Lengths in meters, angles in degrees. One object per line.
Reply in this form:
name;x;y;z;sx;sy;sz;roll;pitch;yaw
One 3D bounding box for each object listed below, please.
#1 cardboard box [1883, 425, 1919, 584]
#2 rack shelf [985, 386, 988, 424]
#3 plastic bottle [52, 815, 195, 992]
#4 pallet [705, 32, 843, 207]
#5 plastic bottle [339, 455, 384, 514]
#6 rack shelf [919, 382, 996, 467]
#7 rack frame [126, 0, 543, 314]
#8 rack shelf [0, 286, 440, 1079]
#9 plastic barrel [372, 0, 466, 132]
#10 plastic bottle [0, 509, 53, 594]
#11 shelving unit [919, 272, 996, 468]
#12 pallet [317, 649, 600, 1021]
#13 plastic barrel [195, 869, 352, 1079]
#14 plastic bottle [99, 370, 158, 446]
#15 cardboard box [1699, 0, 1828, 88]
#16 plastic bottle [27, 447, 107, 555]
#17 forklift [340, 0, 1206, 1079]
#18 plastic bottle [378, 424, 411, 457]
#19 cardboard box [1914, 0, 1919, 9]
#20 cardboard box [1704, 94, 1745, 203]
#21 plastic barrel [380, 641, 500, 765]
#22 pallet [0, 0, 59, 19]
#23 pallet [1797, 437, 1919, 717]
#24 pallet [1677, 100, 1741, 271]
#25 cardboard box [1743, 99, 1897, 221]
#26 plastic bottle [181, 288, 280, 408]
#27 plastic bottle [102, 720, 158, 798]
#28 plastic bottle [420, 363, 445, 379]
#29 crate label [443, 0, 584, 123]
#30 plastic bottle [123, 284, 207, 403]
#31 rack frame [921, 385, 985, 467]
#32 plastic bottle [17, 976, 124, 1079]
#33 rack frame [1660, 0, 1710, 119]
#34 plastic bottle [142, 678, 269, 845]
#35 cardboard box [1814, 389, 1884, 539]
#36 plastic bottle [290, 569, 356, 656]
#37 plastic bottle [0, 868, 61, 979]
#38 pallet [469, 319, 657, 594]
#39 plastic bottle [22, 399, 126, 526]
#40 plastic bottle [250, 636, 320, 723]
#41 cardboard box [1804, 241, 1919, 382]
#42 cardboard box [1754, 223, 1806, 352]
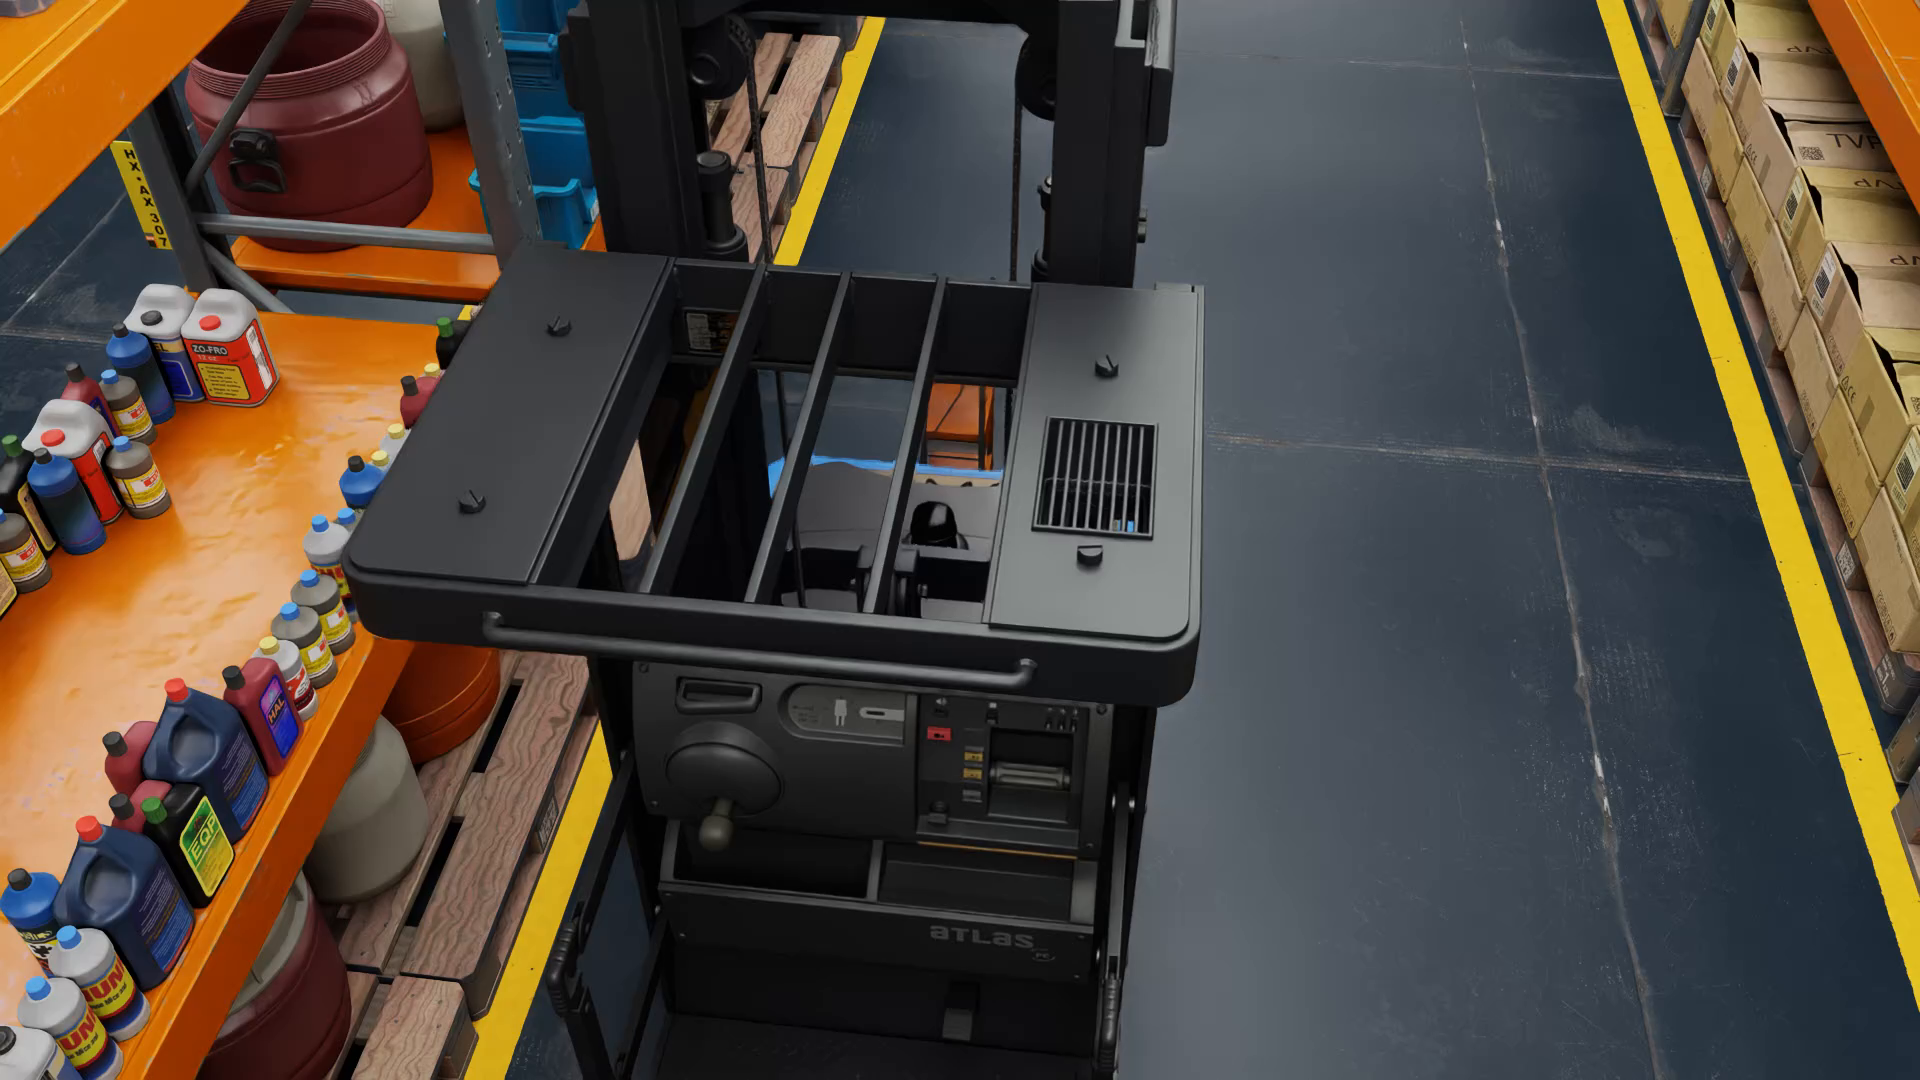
cardboard box;3.126;-0.090;4.950;0.500;0.311;0.500;6;44;7
rack shelf;-0.007;-0.543;5.163;0.215;0.259;0.240;5;44;6
plastic bottle;-1.495;0.627;2.942;0.144;0.351;0.185;5;44;6
pallet;-1.145;-1.981;7.688;1.003;0.211;1.213;5;44;6
plastic bottle;-1.329;-0.078;3.744;0.097;0.271;0.097;0;43;0
rack shelf;-0.007;-0.337;5.358;0.215;0.259;0.240;5;44;6
rack frame;-1.609;-0.806;4.420;1.000;3.000;0.127;5;44;6
rack shelf;-1.873;0.818;3.227;1.077;0.370;4.000;5;44;6
plastic barrel;-1.685;-1.567;5.142;0.421;0.512;0.421;0;43;0
plastic bottle;-2.108;0.014;3.698;0.097;0.201;0.097;0;43;0
shelving unit;-0.007;-0.345;5.351;0.215;1.050;0.252;5;44;6
pallet;-1.672;0.748;4.807;1.003;0.211;1.213;5;44;6
plastic barrel;-1.806;1.022;3.938;0.600;0.588;0.708;5;44;6
plastic bottle;-2.042;-0.325;4.057;0.097;0.201;0.097;0;43;0
cardboard box;3.528;-2.178;7.155;0.500;0.311;0.500;5;44;6
plastic bottle;-2.030;-0.096;3.764;0.097;0.271;0.097;0;43;0
forklift;-0.197;0.521;3.068;1.130;2.935;3.031;5;44;5
plastic bottle;-1.303;-0.185;3.908;0.097;0.201;0.097;0;43;0
cardboard box;3.576;-1.893;5.495;0.500;0.500;0.500;5;44;6
cardboard box;3.462;-1.633;6.987;0.500;0.250;0.500;6;44;7
plastic barrel;-1.657;0.164;4.668;0.600;0.830;0.708;5;44;6
pallet;-1.807;-1.314;2.912;1.003;0.211;1.213;5;44;6
pallet;3.448;0.102;5.489;1.003;0.211;1.213;5;44;6
pallet;3.771;-1.561;7.245;1.003;0.211;1.213;5;44;6
cardboard box;3.389;-1.484;6.423;0.500;0.311;0.500;4;44;4
plastic bottle;-1.836;-0.482;4.167;0.152;0.276;0.135;5;44;6
plastic bottle;-1.558;0.443;3.186;0.061;0.283;0.133;5;44;6
plastic bottle;-1.273;-0.342;4.074;0.097;0.201;0.097;0;43;0
crate label;-1.209;-1.471;5.097;0.502;0.435;0.616;5;44;6
plastic bottle;-1.986;-0.495;4.182;0.152;0.276;0.135;5;44;6
rack frame;-0.023;-0.262;5.263;0.200;1.050;0.008;5;44;6
plastic bottle;-1.503;0.820;2.796;0.097;0.271;0.097;0;43;0
rack frame;3.829;-3.079;6.820;1.000;3.000;0.127;5;44;6
plastic bottle;-1.453;0.410;3.171;0.144;0.351;0.185;5;44;6
cardboard box;3.193;-0.240;5.516;0.500;0.250;0.500;5;44;5
plastic bottle;-1.368;0.147;3.558;0.097;0.201;0.097;0;43;0
plastic bottle;-1.620;0.675;2.950;0.097;0.271;0.097;0;43;0
pallet;-1.468;-0.318;5.932;1.003;0.211;1.213;5;44;6
plastic bottle;-2.048;-0.180;3.849;0.152;0.276;0.135;5;44;6
plastic bottle;-1.393;0.279;3.418;0.097;0.201;0.097;0;43;0
cardboard box;3.257;-0.789;5.688;0.500;0.311;0.500;5;44;5
cardboard box;3.328;-0.933;6.248;0.500;0.250;0.500;6;44;6
